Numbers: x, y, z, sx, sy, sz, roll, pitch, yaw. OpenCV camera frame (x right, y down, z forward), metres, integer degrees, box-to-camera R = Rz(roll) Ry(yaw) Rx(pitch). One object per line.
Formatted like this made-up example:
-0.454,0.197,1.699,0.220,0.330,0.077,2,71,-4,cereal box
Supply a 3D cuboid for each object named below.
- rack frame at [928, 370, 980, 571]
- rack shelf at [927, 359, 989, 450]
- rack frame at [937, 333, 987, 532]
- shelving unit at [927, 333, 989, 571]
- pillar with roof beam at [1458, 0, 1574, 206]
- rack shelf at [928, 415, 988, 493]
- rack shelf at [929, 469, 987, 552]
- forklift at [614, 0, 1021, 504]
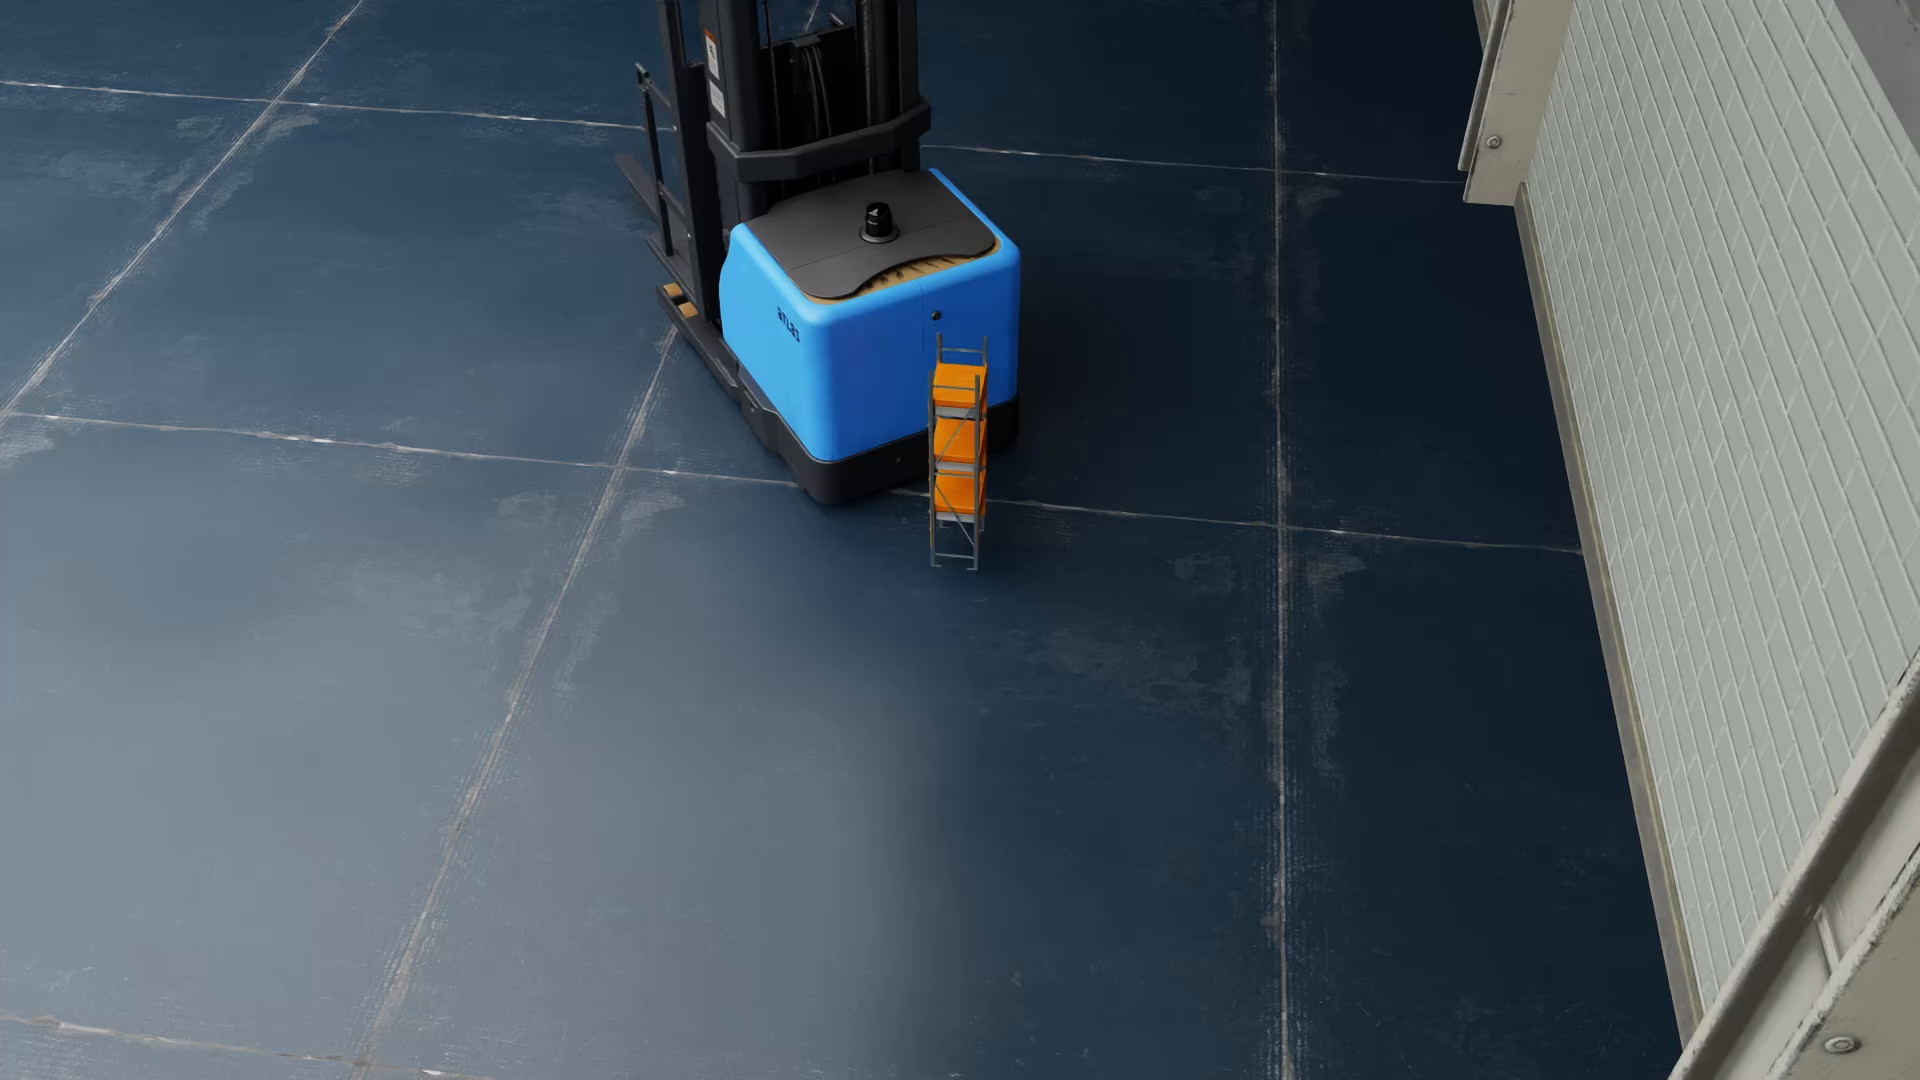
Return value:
-0.023,-0.262,6.763,0.200,1.050,0.008,5,44,6,rack frame
-0.007,-0.543,6.663,0.215,0.259,0.240,5,44,6,rack shelf
0.009,-0.428,6.938,0.200,1.050,0.008,5,44,6,rack frame
-0.007,-0.345,6.851,0.215,1.050,0.252,5,44,6,shelving unit
-1.292,-5.655,6.677,9.100,9.000,0.400,5,44,6,pillar with roof beam
-0.007,-0.337,6.858,0.215,0.259,0.240,5,44,6,rack shelf
-0.007,-0.135,7.049,0.215,0.259,0.240,5,44,6,rack shelf
-0.881,-2.226,7.469,1.130,2.935,3.031,-21,47,-21,forklift
